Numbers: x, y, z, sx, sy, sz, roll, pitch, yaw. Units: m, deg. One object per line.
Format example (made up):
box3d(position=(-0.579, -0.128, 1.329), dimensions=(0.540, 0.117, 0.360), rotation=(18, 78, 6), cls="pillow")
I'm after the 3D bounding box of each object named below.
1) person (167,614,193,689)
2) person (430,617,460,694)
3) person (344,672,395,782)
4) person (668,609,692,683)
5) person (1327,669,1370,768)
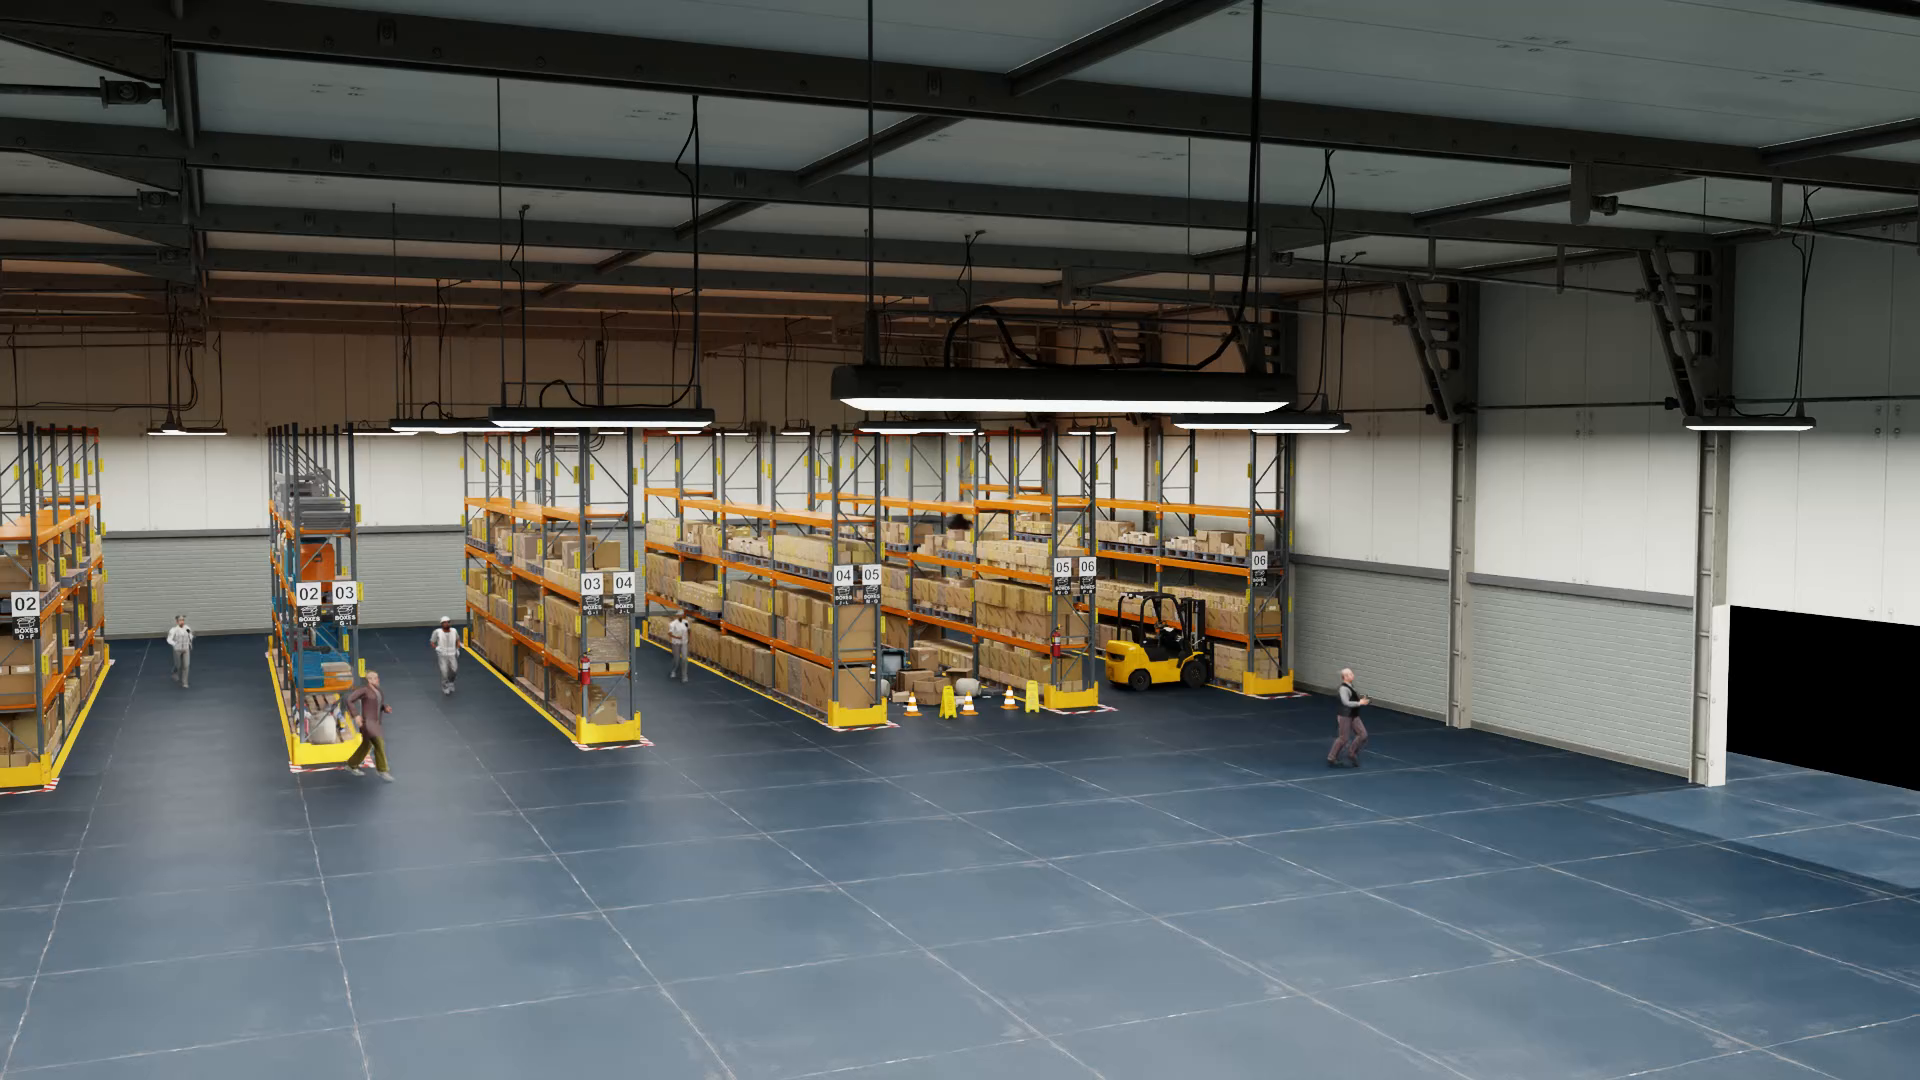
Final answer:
box3d(position=(-17.982, 2.551, 38.390), dimensions=(0.592, 1.695, 0.864), rotation=(-3, 4, -39), cls="person")
box3d(position=(-11.445, 2.575, 37.067), dimensions=(0.681, 1.739, 0.573), rotation=(-2, 4, -28), cls="person")
box3d(position=(-9.895, 3.121, 27.917), dimensions=(0.956, 1.818, 0.702), rotation=(0, 3, 5), cls="person")
box3d(position=(-6.618, 2.477, 39.306), dimensions=(0.596, 1.724, 0.828), rotation=(-2, 4, -26), cls="person")
box3d(position=(6.746, 3.106, 28.849), dimensions=(0.721, 1.755, 0.625), rotation=(2, 4, 30), cls="person")
